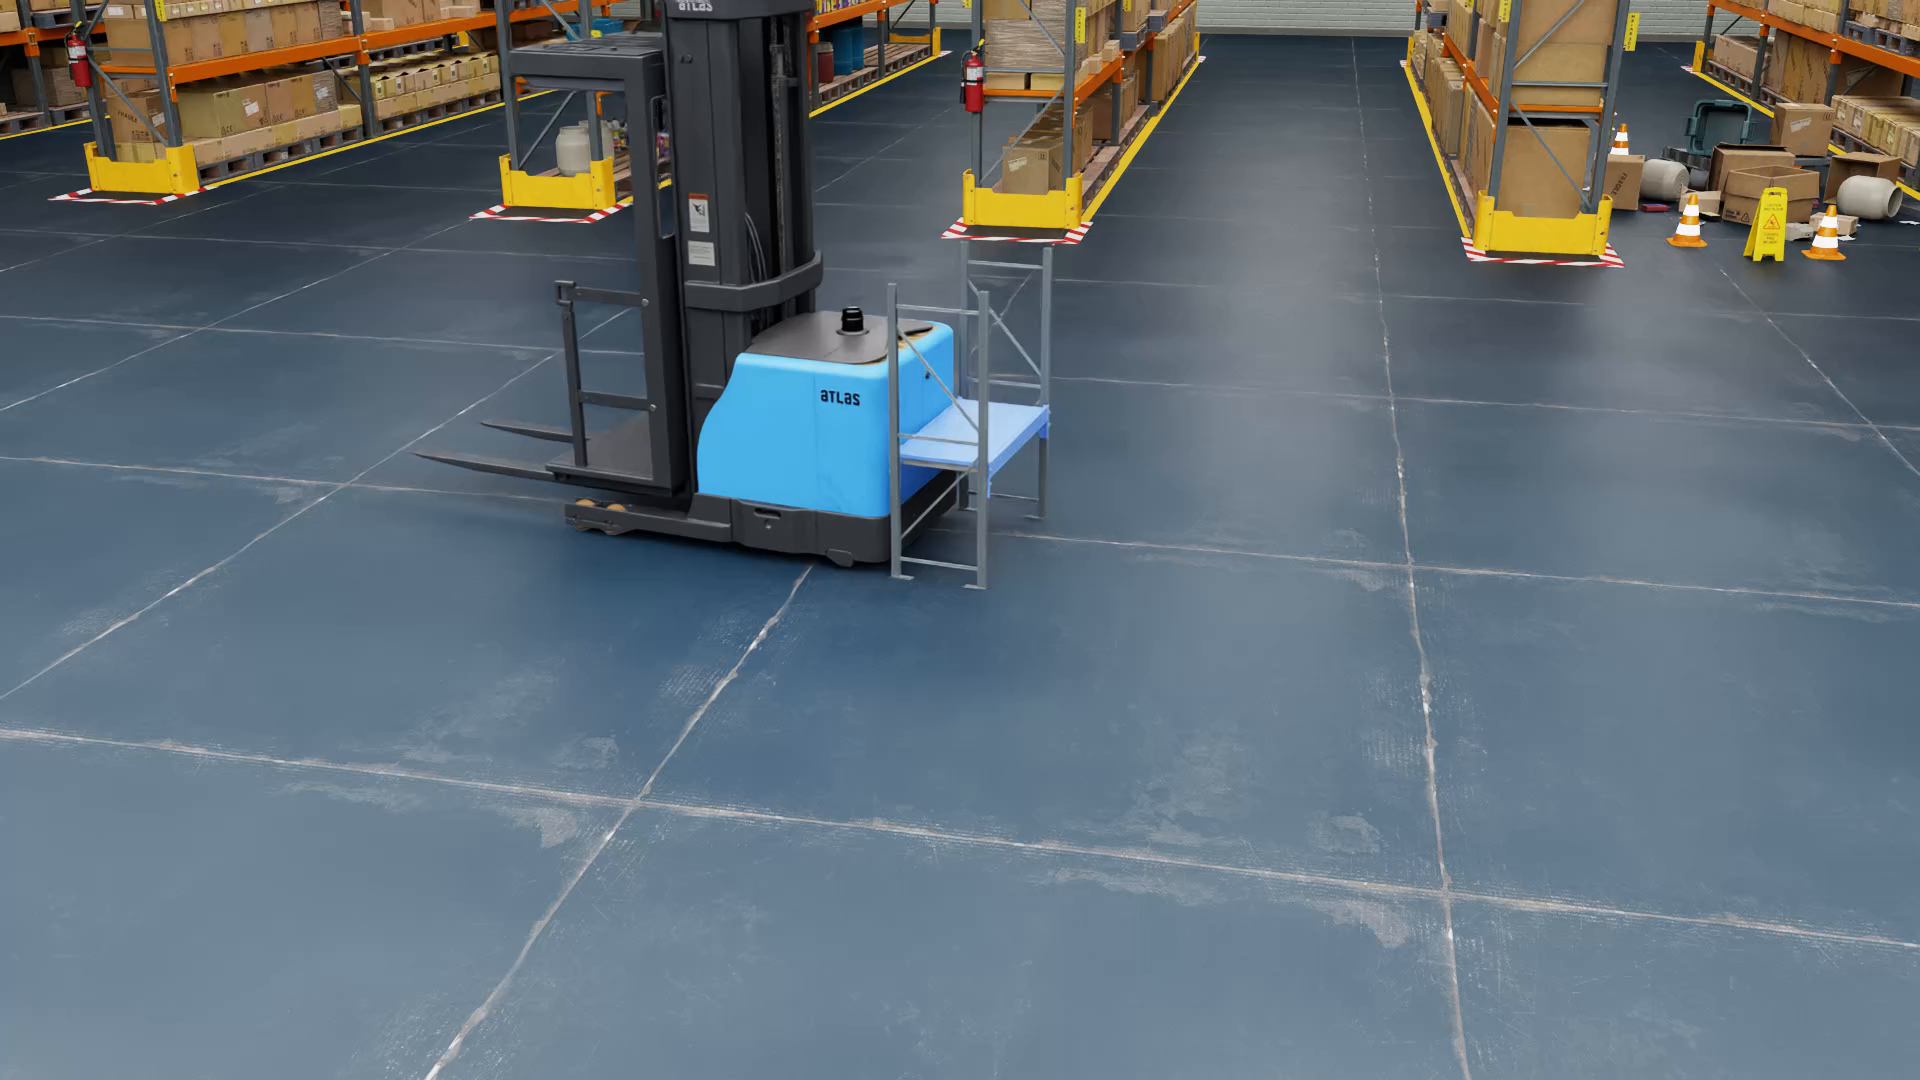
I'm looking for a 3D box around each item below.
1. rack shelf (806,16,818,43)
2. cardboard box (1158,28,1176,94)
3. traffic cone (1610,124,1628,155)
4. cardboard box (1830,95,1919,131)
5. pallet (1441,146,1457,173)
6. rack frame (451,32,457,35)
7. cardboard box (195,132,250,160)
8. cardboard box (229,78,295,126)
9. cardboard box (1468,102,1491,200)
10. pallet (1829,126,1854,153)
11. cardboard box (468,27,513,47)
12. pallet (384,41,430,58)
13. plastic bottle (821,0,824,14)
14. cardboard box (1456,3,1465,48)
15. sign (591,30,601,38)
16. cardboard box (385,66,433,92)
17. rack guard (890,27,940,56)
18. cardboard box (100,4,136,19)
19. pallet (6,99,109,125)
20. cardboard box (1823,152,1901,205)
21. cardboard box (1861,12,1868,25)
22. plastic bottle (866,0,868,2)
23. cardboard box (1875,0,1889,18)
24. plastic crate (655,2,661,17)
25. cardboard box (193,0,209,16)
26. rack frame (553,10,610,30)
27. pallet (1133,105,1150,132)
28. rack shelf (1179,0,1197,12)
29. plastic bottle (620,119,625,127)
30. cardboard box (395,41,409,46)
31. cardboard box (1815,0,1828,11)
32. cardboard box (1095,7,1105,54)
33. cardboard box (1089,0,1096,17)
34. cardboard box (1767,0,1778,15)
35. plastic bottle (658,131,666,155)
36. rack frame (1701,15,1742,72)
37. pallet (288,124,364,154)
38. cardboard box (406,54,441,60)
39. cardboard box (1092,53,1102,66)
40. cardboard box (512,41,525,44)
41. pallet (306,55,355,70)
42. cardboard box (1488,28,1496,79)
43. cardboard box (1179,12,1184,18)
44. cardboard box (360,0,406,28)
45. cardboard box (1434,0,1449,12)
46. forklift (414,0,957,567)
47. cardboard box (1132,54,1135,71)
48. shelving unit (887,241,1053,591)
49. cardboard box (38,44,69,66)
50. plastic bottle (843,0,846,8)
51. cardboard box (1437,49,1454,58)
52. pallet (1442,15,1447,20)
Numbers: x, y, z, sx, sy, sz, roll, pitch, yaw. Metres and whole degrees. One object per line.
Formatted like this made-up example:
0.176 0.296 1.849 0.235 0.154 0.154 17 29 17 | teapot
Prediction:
-3.011 -6.796 22.677 1.077 0.370 4.000 4 22 11 | rack shelf
2.596 -7.269 25.170 1.225 0.875 0.875 5 22 11 | cardboard box
8.016 -4.805 20.164 0.336 0.463 0.334 4 22 11 | traffic cone
11.822 -5.498 21.446 0.950 0.372 0.625 3 22 7 | cardboard box
6.348 -4.600 19.994 1.003 0.211 1.213 4 22 11 | pallet
-10.670 -11.542 33.498 1.000 3.000 0.127 4 22 11 | rack frame
-8.659 -4.596 19.369 0.500 0.250 0.500 4 22 11 | cardboard box
-8.448 -5.309 20.136 0.500 0.500 0.500 4 22 11 | cardboard box
5.699 -3.927 16.872 0.875 0.875 0.875 4 22 10 | cardboard box
11.786 -5.149 21.357 1.003 0.211 1.213 4 22 11 | pallet
-7.483 -8.014 26.490 0.500 0.250 0.500 5 23 13 | cardboard box
-11.007 -9.506 32.174 1.003 0.211 1.213 4 22 11 | pallet
-2.087 -8.058 25.002 0.061 0.283 0.133 4 22 11 | plastic bottle
6.315 -6.233 20.181 0.500 0.500 0.500 5 22 11 | cardboard box
-3.698 -5.021 16.934 0.100 0.325 0.005 4 22 11 | sign
-7.728 -6.461 23.249 0.500 0.311 0.500 4 22 9 | cardboard box
-0.979 -9.638 32.114 1.175 0.500 0.348 4 22 11 | rack guard
-9.193 -5.816 18.278 0.380 0.149 0.250 4 22 10 | cardboard box
-12.961 -6.145 23.829 1.003 0.211 1.213 4 22 11 | pallet
9.580 -3.819 17.664 0.500 0.500 0.500 -16 27 -35 | cardboard box
11.507 -6.505 20.763 0.380 0.149 0.250 3 22 7 | cardboard box
-1.554 -9.013 27.375 0.061 0.283 0.133 4 22 11 | plastic bottle
11.427 -6.575 20.069 0.500 0.500 0.500 5 22 12 | cardboard box
-3.620 -6.629 21.212 0.402 0.464 0.583 4 22 11 | plastic crate
-8.690 -5.977 18.677 0.380 0.149 0.250 5 22 11 | cardboard box
-6.636 -9.703 28.932 1.000 3.000 0.127 4 22 11 | rack frame
2.084 -5.905 23.232 1.003 0.211 1.213 4 22 11 | pallet
3.470 -9.345 29.004 1.077 0.370 4.000 4 22 11 | rack shelf
-4.104 -4.953 20.183 0.061 0.283 0.133 5 23 13 | plastic bottle
-11.020 -9.752 31.835 0.700 0.500 0.500 5 22 12 | cardboard box
11.898 -7.275 22.434 0.500 0.250 0.500 4 22 10 | cardboard box
1.137 -5.675 18.397 0.875 0.500 0.500 4 22 11 | cardboard box
1.101 -5.569 16.796 0.500 0.500 0.500 4 22 11 | cardboard box
12.415 -7.981 24.856 0.500 0.250 0.500 4 22 10 | cardboard box
-3.491 -4.639 19.420 0.097 0.271 0.097 0 22 0 | plastic bottle
13.579 -9.654 28.810 1.000 3.000 0.127 4 22 11 | rack frame
-8.471 -5.196 21.474 1.003 0.211 1.213 4 22 11 | pallet
-7.945 -7.058 24.731 0.500 0.311 0.500 4 22 10 | cardboard box
1.353 -5.256 18.225 0.380 0.149 0.250 4 22 11 | cardboard box
-7.385 -7.834 27.048 0.500 0.500 0.500 4 22 9 | cardboard box
-11.569 -8.498 29.672 1.003 0.211 1.213 4 22 11 | pallet
5.875 -4.947 16.921 0.875 0.550 0.500 4 22 11 | cardboard box
3.275 -8.391 27.956 0.875 0.875 0.875 4 22 11 | cardboard box
-7.988 -7.296 22.821 0.500 0.500 0.500 6 23 15 | cardboard box
6.731 -7.363 22.894 0.380 0.149 0.250 5 22 12 | cardboard box
-1.589 -1.556 8.793 3.031 2.935 1.130 8 23 20 | forklift
2.138 -6.629 23.051 0.500 0.250 0.500 5 23 13 | cardboard box
0.067 -0.659 8.483 0.538 1.500 1.048 8 23 18 | shelving unit
-12.898 -6.978 23.918 0.500 0.250 0.500 4 22 10 | cardboard box
-1.879 -8.538 26.103 0.144 0.351 0.185 4 22 11 | plastic bottle
6.963 -6.722 23.309 0.500 0.250 0.500 4 22 10 | cardboard box
7.444 -7.707 24.231 1.003 0.211 1.213 4 22 11 | pallet
